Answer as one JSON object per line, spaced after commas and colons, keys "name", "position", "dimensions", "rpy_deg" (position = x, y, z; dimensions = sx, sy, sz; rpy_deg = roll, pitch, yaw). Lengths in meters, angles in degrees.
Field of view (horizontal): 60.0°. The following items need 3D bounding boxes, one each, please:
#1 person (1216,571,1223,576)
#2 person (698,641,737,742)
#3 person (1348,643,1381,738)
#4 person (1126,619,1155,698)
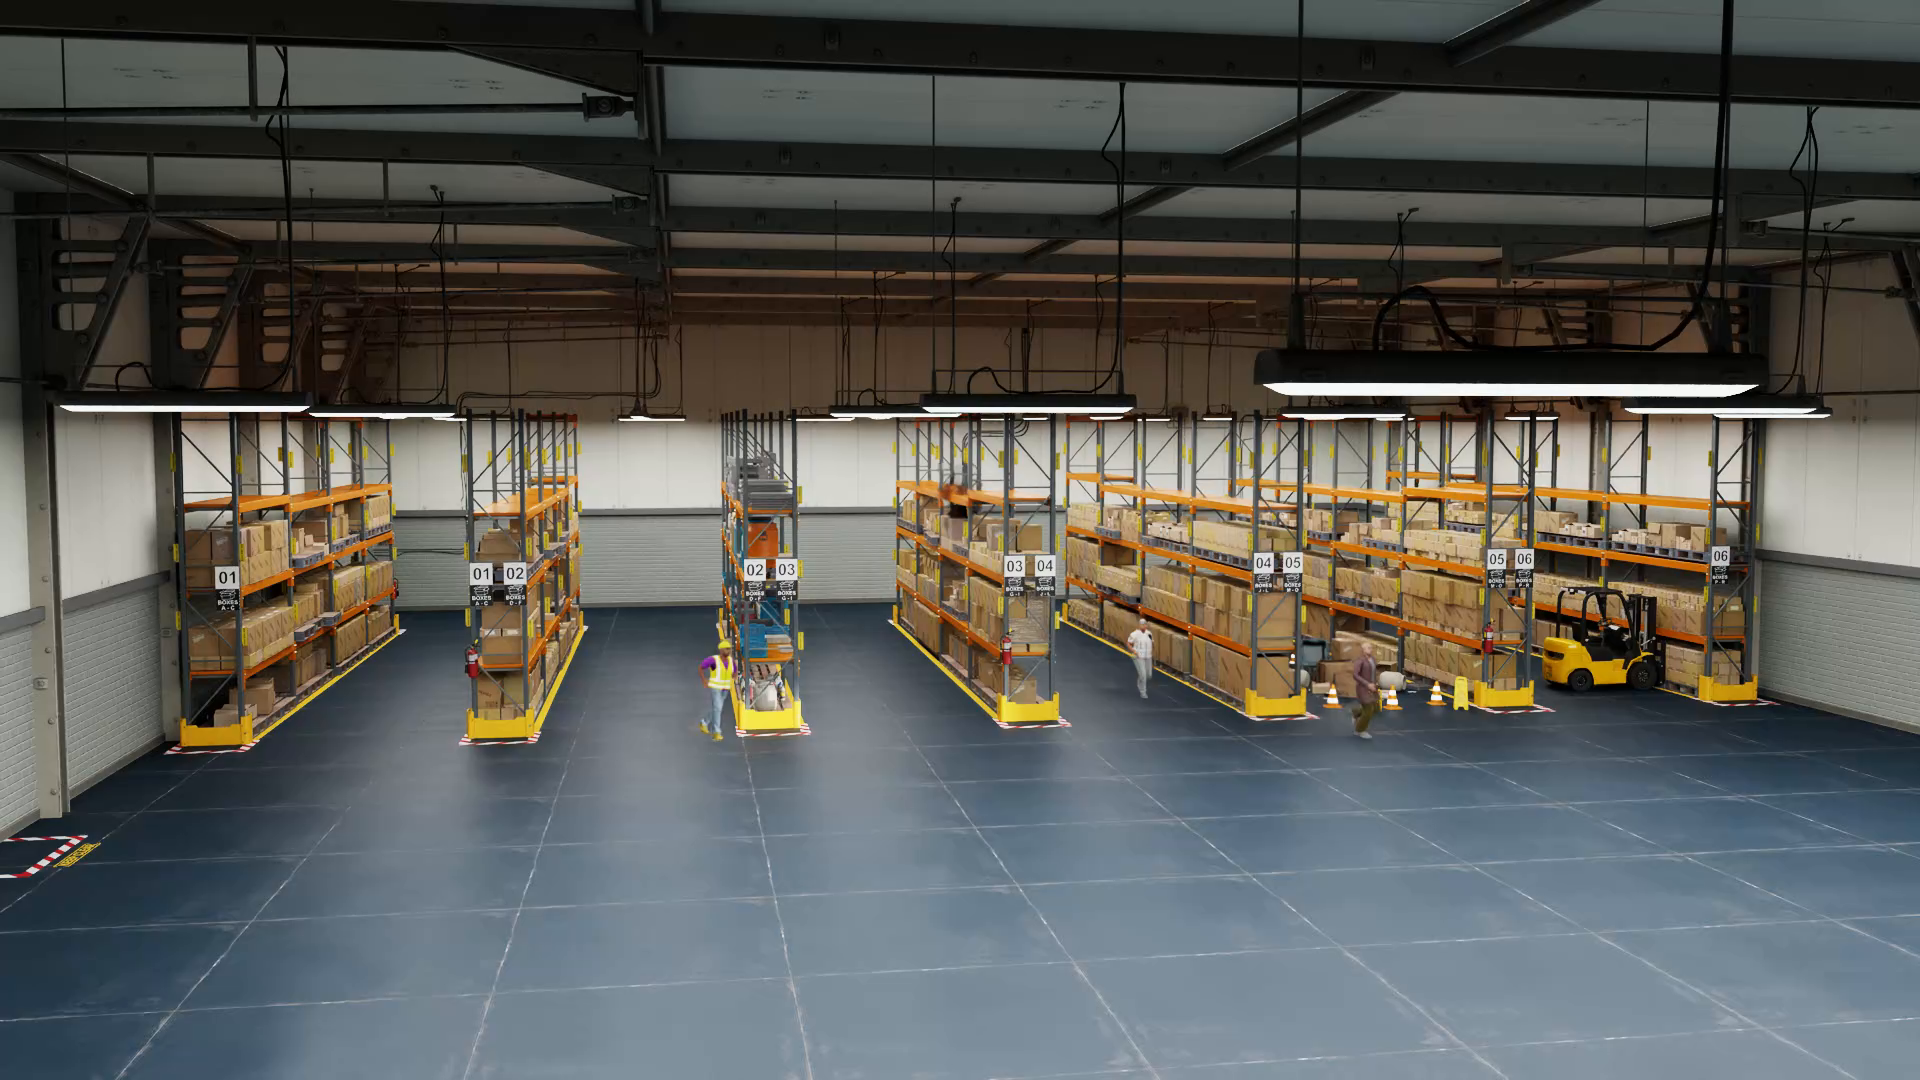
{"name": "person", "position": [7.986, 1.395, 50.709], "dimensions": [0.548, 1.627, 0.614], "rpy_deg": [1, 4, 8]}
{"name": "person", "position": [-4.394, 2.737, 30.445], "dimensions": [0.899, 1.773, 0.721], "rpy_deg": [4, 6, 45]}
{"name": "person", "position": [7.412, 2.740, 30.473], "dimensions": [0.731, 1.749, 0.702], "rpy_deg": [-4, 6, -44]}
{"name": "person", "position": [3.805, 2.471, 34.997], "dimensions": [0.614, 1.648, 0.652], "rpy_deg": [-1, 4, -20]}
